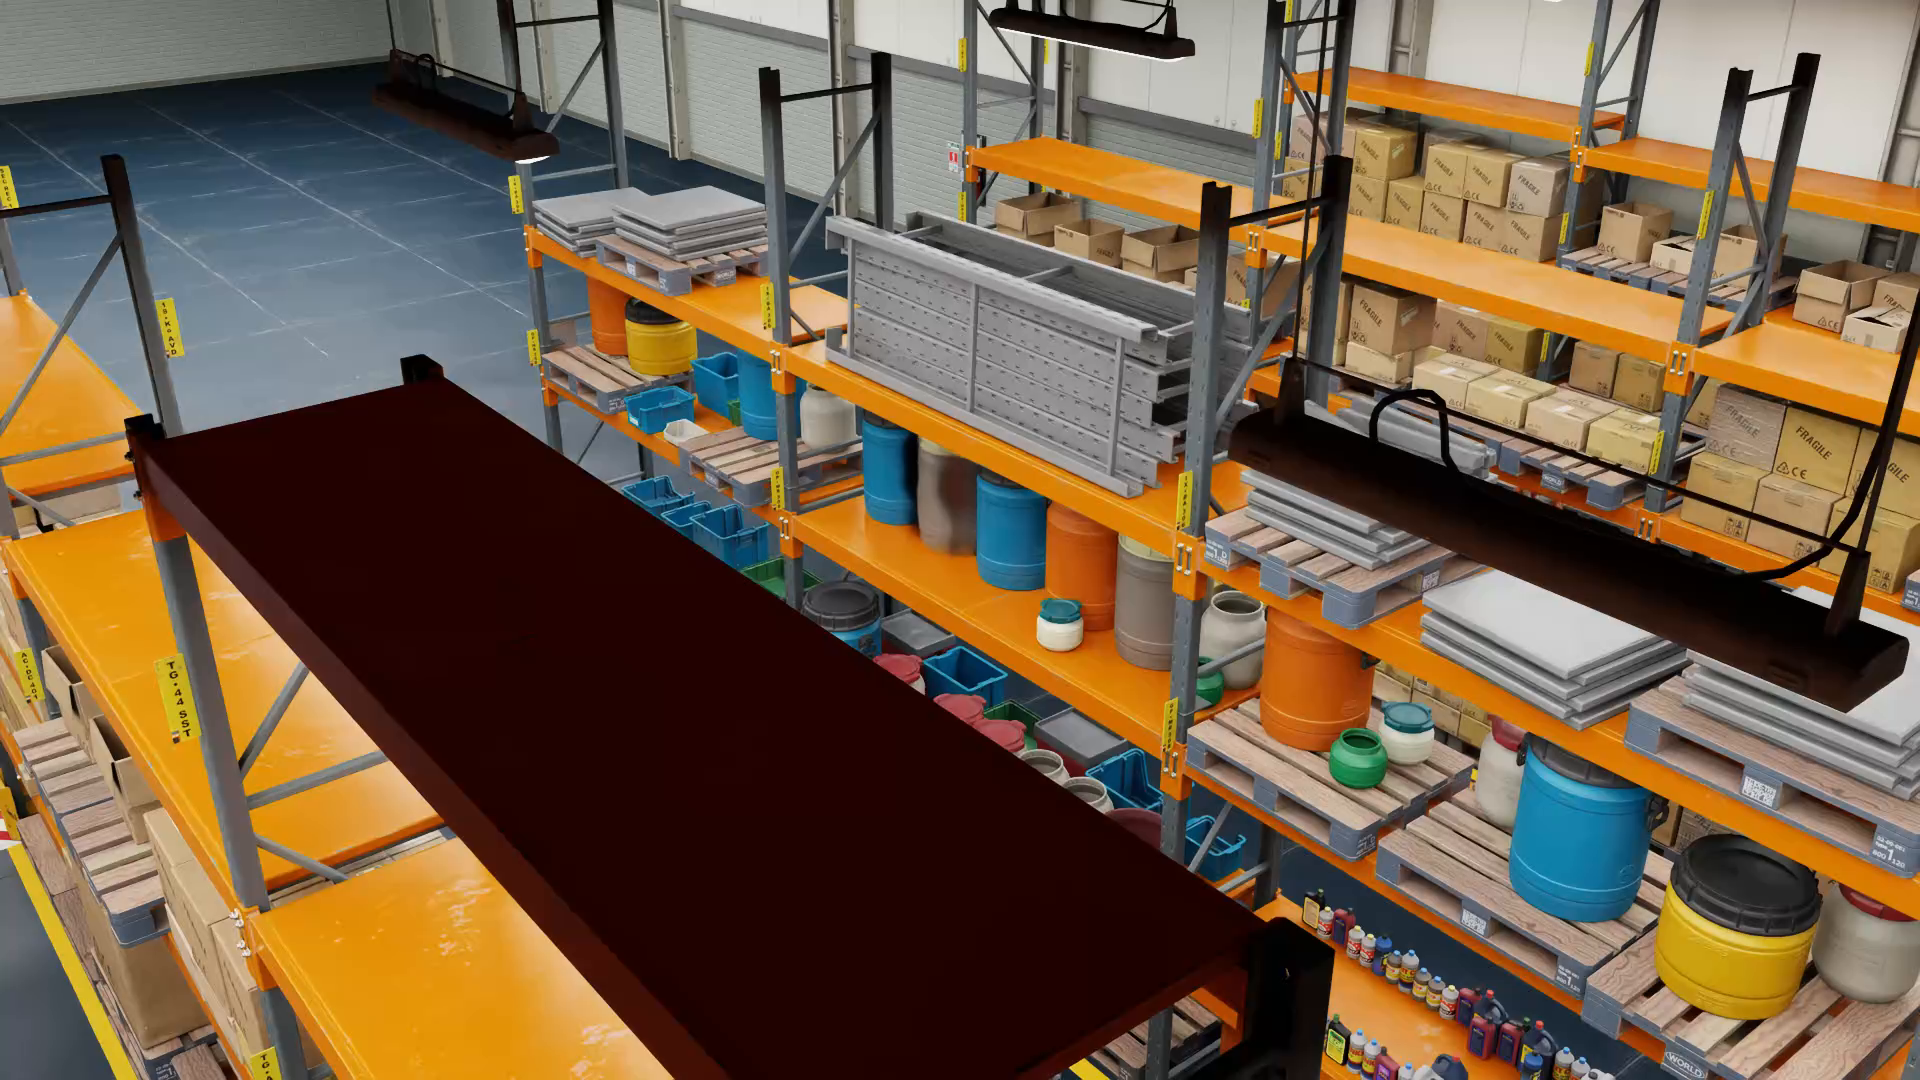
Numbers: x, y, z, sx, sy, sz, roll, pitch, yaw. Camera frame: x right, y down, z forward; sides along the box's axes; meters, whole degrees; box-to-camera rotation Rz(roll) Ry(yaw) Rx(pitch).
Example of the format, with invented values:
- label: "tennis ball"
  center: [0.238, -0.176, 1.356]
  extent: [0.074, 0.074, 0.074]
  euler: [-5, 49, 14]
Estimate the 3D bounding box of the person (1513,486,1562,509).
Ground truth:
- label: "person"
  center: [5.710, -0.229, 16.748]
  extent: [0.752, 1.818, 0.493]
  euler: [13, 29, 25]
